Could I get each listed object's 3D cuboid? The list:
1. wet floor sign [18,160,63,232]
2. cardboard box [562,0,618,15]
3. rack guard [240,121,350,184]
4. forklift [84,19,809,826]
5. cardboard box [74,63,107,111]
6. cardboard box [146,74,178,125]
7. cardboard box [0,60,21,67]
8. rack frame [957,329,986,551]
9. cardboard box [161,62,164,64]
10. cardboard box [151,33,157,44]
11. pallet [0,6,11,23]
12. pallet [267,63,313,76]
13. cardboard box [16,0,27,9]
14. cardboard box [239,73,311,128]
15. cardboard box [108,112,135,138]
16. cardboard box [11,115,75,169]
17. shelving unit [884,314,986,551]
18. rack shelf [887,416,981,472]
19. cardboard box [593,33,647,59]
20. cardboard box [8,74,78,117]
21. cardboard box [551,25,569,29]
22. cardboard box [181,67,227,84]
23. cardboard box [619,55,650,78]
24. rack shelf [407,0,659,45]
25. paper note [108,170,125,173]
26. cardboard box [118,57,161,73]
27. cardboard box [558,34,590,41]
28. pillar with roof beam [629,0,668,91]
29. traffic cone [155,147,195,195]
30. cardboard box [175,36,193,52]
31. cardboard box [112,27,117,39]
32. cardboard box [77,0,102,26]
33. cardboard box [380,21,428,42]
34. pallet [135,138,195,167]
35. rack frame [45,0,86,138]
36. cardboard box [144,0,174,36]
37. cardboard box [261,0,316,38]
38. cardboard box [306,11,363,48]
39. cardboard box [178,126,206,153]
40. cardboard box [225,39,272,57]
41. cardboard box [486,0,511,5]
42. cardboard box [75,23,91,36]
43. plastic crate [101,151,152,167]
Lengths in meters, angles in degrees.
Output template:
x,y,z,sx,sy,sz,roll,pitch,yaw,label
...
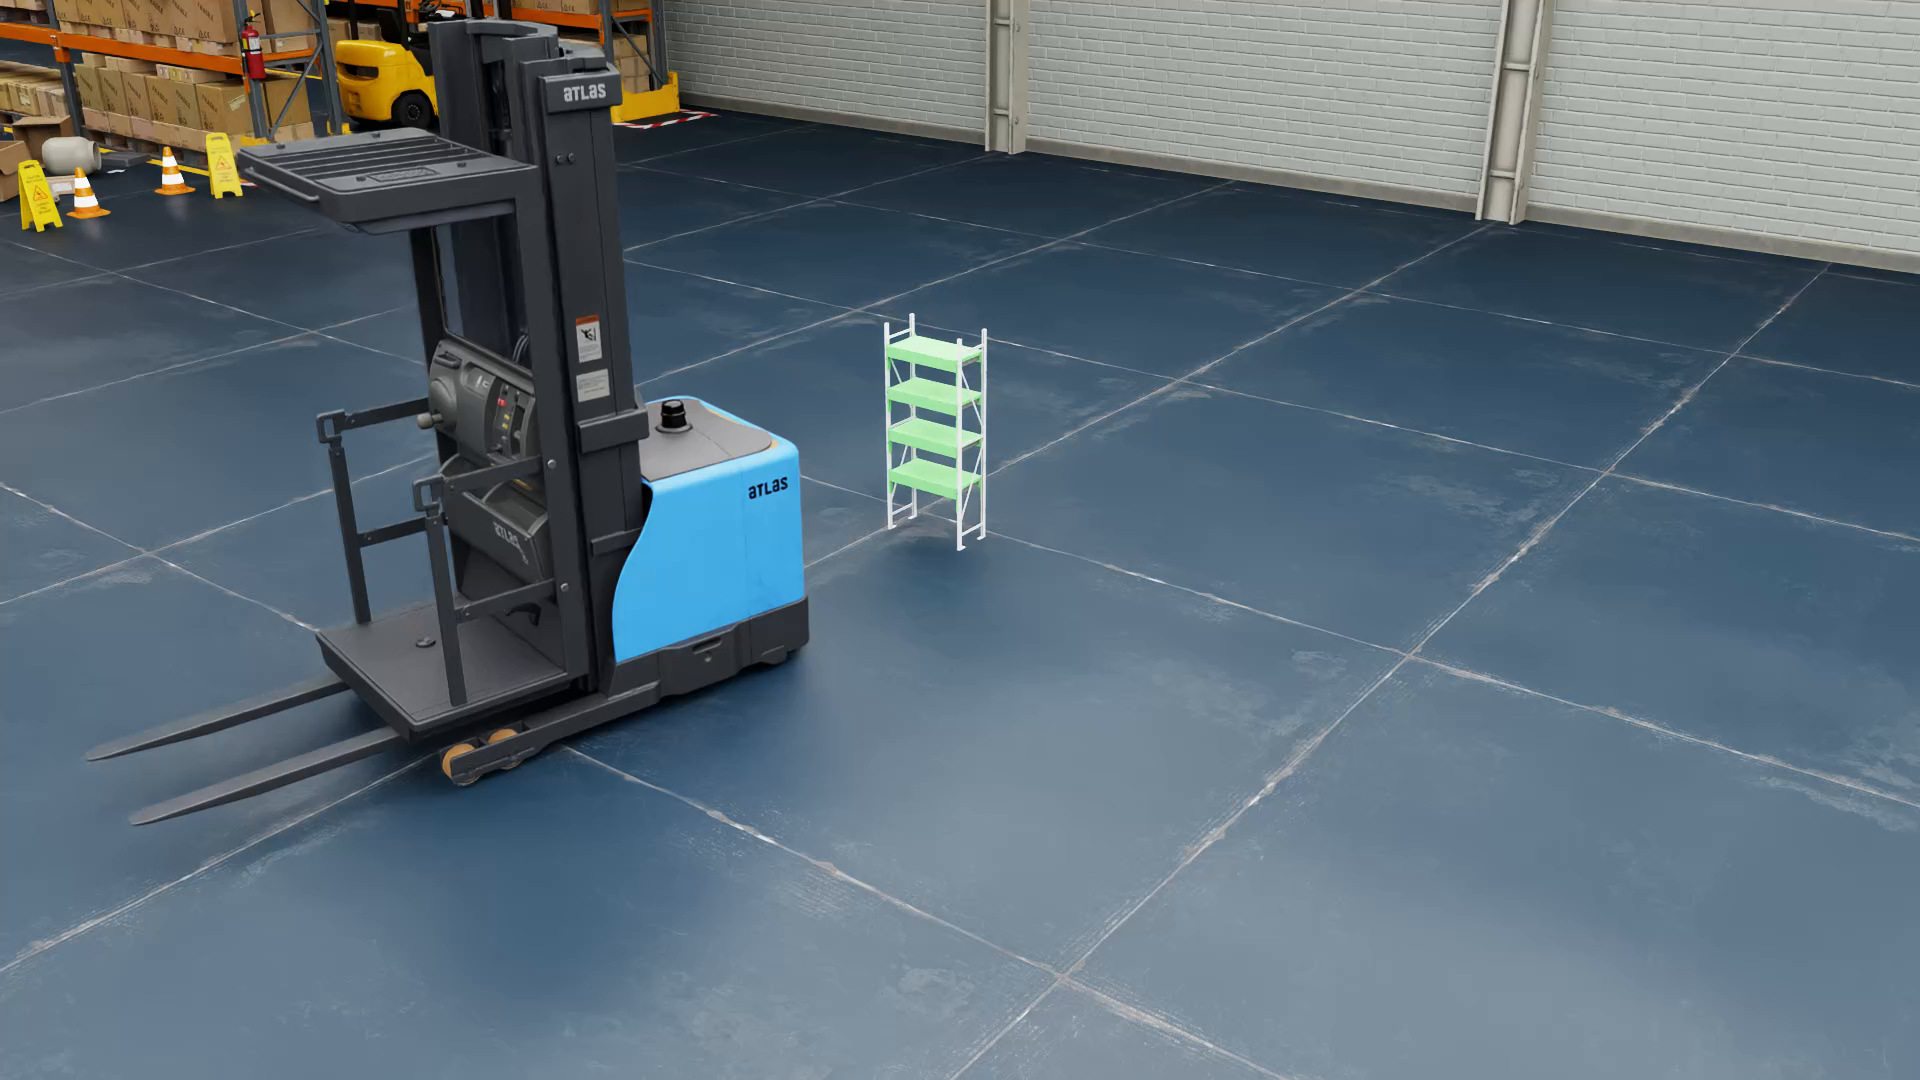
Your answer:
x,y,z,sx,sy,sz,roll,pitch,yaw,label
-8.892,-3.322,15.988,0.232,0.644,0.267,12,26,24,wet floor sign
-4.792,-7.071,21.454,0.500,0.500,0.500,16,28,32,cardboard box
-7.276,-4.263,18.306,0.348,0.500,1.175,17,29,33,rack guard
-2.175,-0.559,6.884,3.031,2.935,1.130,-19,30,-36,forklift
-10.105,-5.403,19.752,0.500,0.500,0.500,18,30,36,cardboard box
-8.831,-5.025,18.893,0.500,0.500,0.500,16,28,32,cardboard box
-13.170,-6.173,22.278,0.625,0.372,0.950,15,28,30,cardboard box
0.063,-0.530,8.965,0.015,1.200,0.240,17,29,33,rack frame
-9.373,-5.454,19.868,0.500,0.500,0.500,17,29,34,cardboard box
-8.854,-5.671,18.712,0.250,0.149,0.380,17,29,33,cardboard box
-12.008,-6.770,21.133,1.213,0.211,1.003,17,29,33,pallet
-10.007,-7.438,25.869,1.213,0.211,1.003,17,29,33,pallet
-11.193,-6.538,20.159,0.250,0.149,0.380,16,28,32,cardboard box
-7.714,-4.956,18.736,0.500,0.500,0.500,16,28,32,cardboard box
-9.671,-4.935,19.619,0.500,0.250,0.500,19,30,36,cardboard box
-10.374,-4.515,18.874,0.500,0.500,0.500,-5,24,-12,cardboard box
-0.132,-0.589,9.099,0.503,1.200,0.258,17,29,33,shelving unit
-0.132,-0.531,9.125,0.480,0.148,0.258,17,29,33,rack shelf
-4.512,-6.560,22.067,0.500,0.250,0.500,16,29,33,cardboard box
-11.414,-5.644,21.078,0.625,0.372,0.950,19,30,36,cardboard box
-5.713,-6.930,22.907,0.500,0.250,0.500,16,28,32,cardboard box
-8.346,-5.139,18.349,0.250,0.149,0.380,18,29,35,cardboard box
-4.492,-6.334,22.176,0.500,0.250,0.500,17,29,34,cardboard box
-5.841,-7.145,22.639,4.000,0.370,1.077,17,29,33,rack shelf
-9.424,-4.126,18.576,0.148,0.019,0.142,7,25,15,paper note
-9.412,-5.463,19.082,0.250,0.149,0.380,19,30,36,cardboard box
-5.208,-6.515,21.965,0.500,0.250,0.500,17,29,34,cardboard box
-6.839,-8.807,18.077,0.400,9.000,9.100,17,29,33,pillar with roof beam
-8.332,-3.915,17.563,0.334,0.463,0.336,17,29,33,traffic cone
-8.328,-5.442,18.192,0.250,0.149,0.380,17,29,34,cardboard box
-9.483,-5.837,19.089,0.250,0.149,0.380,17,29,33,cardboard box
-9.815,-6.228,19.171,0.500,0.500,0.500,17,29,33,cardboard box
-7.866,-7.186,24.264,0.625,0.625,0.875,18,30,36,cardboard box
-8.876,-4.634,19.506,1.213,0.211,1.003,17,29,33,pallet
-10.415,-6.356,19.955,0.127,3.000,1.000,17,29,33,rack frame
-8.610,-5.858,18.331,0.500,0.500,0.500,17,29,33,cardboard box
-7.427,-5.775,18.143,0.500,0.500,0.500,16,29,33,cardboard box
-9.624,-7.720,25.476,0.625,0.625,0.875,18,29,35,cardboard box
-8.433,-4.559,18.766,0.500,0.250,0.500,17,29,33,cardboard box
-7.642,-5.295,17.859,0.250,0.149,0.380,18,29,35,cardboard box
-6.021,-7.441,22.295,0.500,0.500,0.500,17,29,34,cardboard box
-10.123,-6.017,19.497,0.250,0.149,0.380,18,29,35,cardboard box
-9.651,-4.376,19.082,0.583,0.080,0.402,7,25,15,plastic crate
